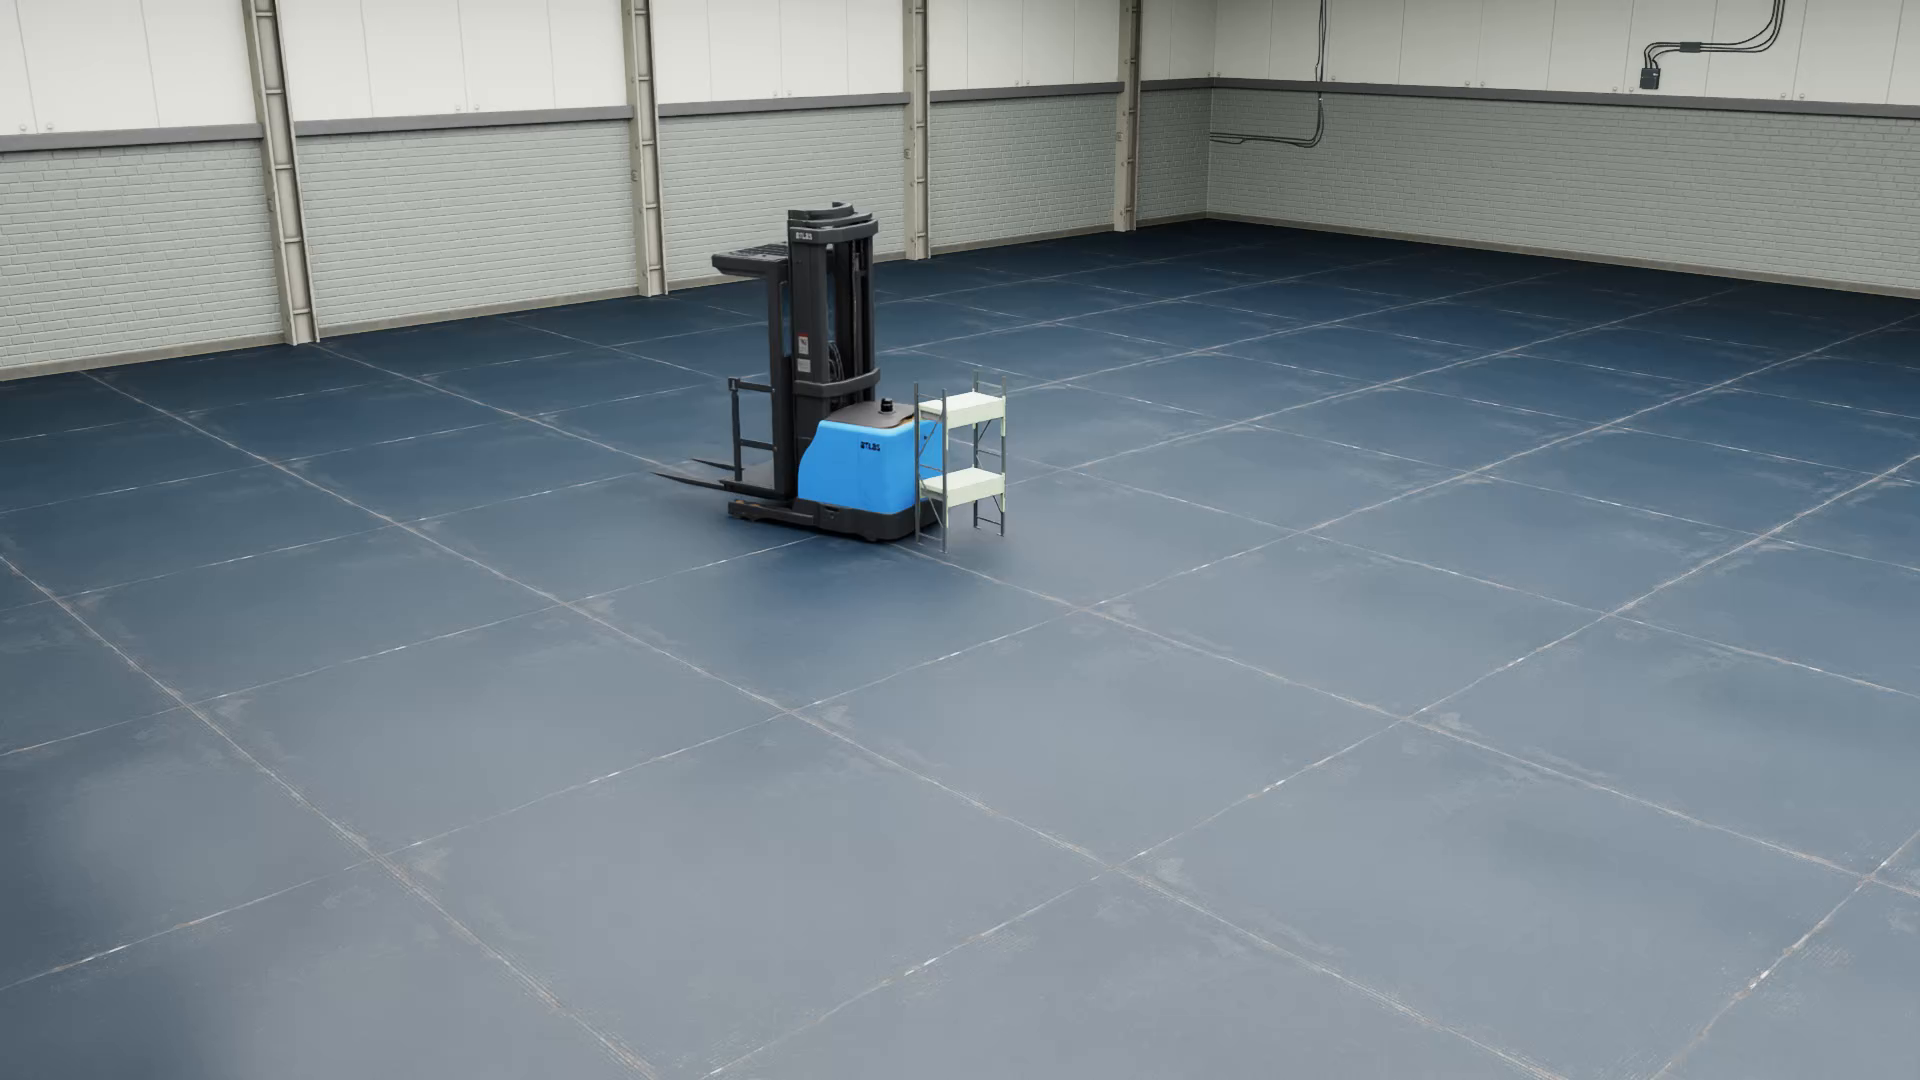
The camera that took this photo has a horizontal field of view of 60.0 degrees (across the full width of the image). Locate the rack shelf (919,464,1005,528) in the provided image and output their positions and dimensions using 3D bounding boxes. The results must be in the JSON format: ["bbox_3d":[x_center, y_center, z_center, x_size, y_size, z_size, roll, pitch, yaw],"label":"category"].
[{"bbox_3d":[0.005,-0.405,15.124,0.720,0.370,0.431,-16,24,-41],"label":"rack shelf"}]

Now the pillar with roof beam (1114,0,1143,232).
[{"bbox_3d":[6.506,-9.999,31.500,0.400,9.000,9.100,-16,24,-41],"label":"pillar with roof beam"}]

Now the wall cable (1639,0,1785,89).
[{"bbox_3d":[13.108,-10.779,28.390,0.169,6.003,2.305,-16,24,-41],"label":"wall cable"}]

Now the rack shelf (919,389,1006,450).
[{"bbox_3d":[0.005,-1.086,14.903,0.720,0.370,0.431,-16,24,-41],"label":"rack shelf"}]

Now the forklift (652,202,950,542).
[{"bbox_3d":[-1.620,-1.699,15.737,3.031,2.935,1.130,11,21,30],"label":"forklift"}]

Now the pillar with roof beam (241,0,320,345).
[{"bbox_3d":[-6.573,-6.185,19.736,0.400,9.000,9.100,-16,24,-41],"label":"pillar with roof beam"}]

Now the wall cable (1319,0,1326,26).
[{"bbox_3d":[8.456,-11.611,33.317,0.112,2.526,3.097,-16,24,-41],"label":"wall cable"}]

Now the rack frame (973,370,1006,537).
[{"bbox_3d":[0.271,-0.792,15.262,0.023,1.500,0.400,-16,24,-41],"label":"rack frame"}]

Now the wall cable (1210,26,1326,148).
[{"bbox_3d":[6.598,-9.815,35.966,0.112,2.526,3.097,-16,24,-41],"label":"wall cable"}]

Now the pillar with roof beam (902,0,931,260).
[{"bbox_3d":[2.146,-8.728,27.578,0.400,9.000,9.100,-16,24,-41],"label":"pillar with roof beam"}]

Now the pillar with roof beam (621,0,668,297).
[{"bbox_3d":[-2.213,-7.456,23.657,0.400,9.000,9.100,-16,24,-41],"label":"pillar with roof beam"}]

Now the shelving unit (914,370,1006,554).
[{"bbox_3d":[0.005,-0.715,15.023,0.755,1.500,0.431,-16,24,-41],"label":"shelving unit"}]

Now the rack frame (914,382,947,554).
[{"bbox_3d":[-0.261,-0.637,14.784,0.023,1.500,0.400,-16,24,-41],"label":"rack frame"}]
